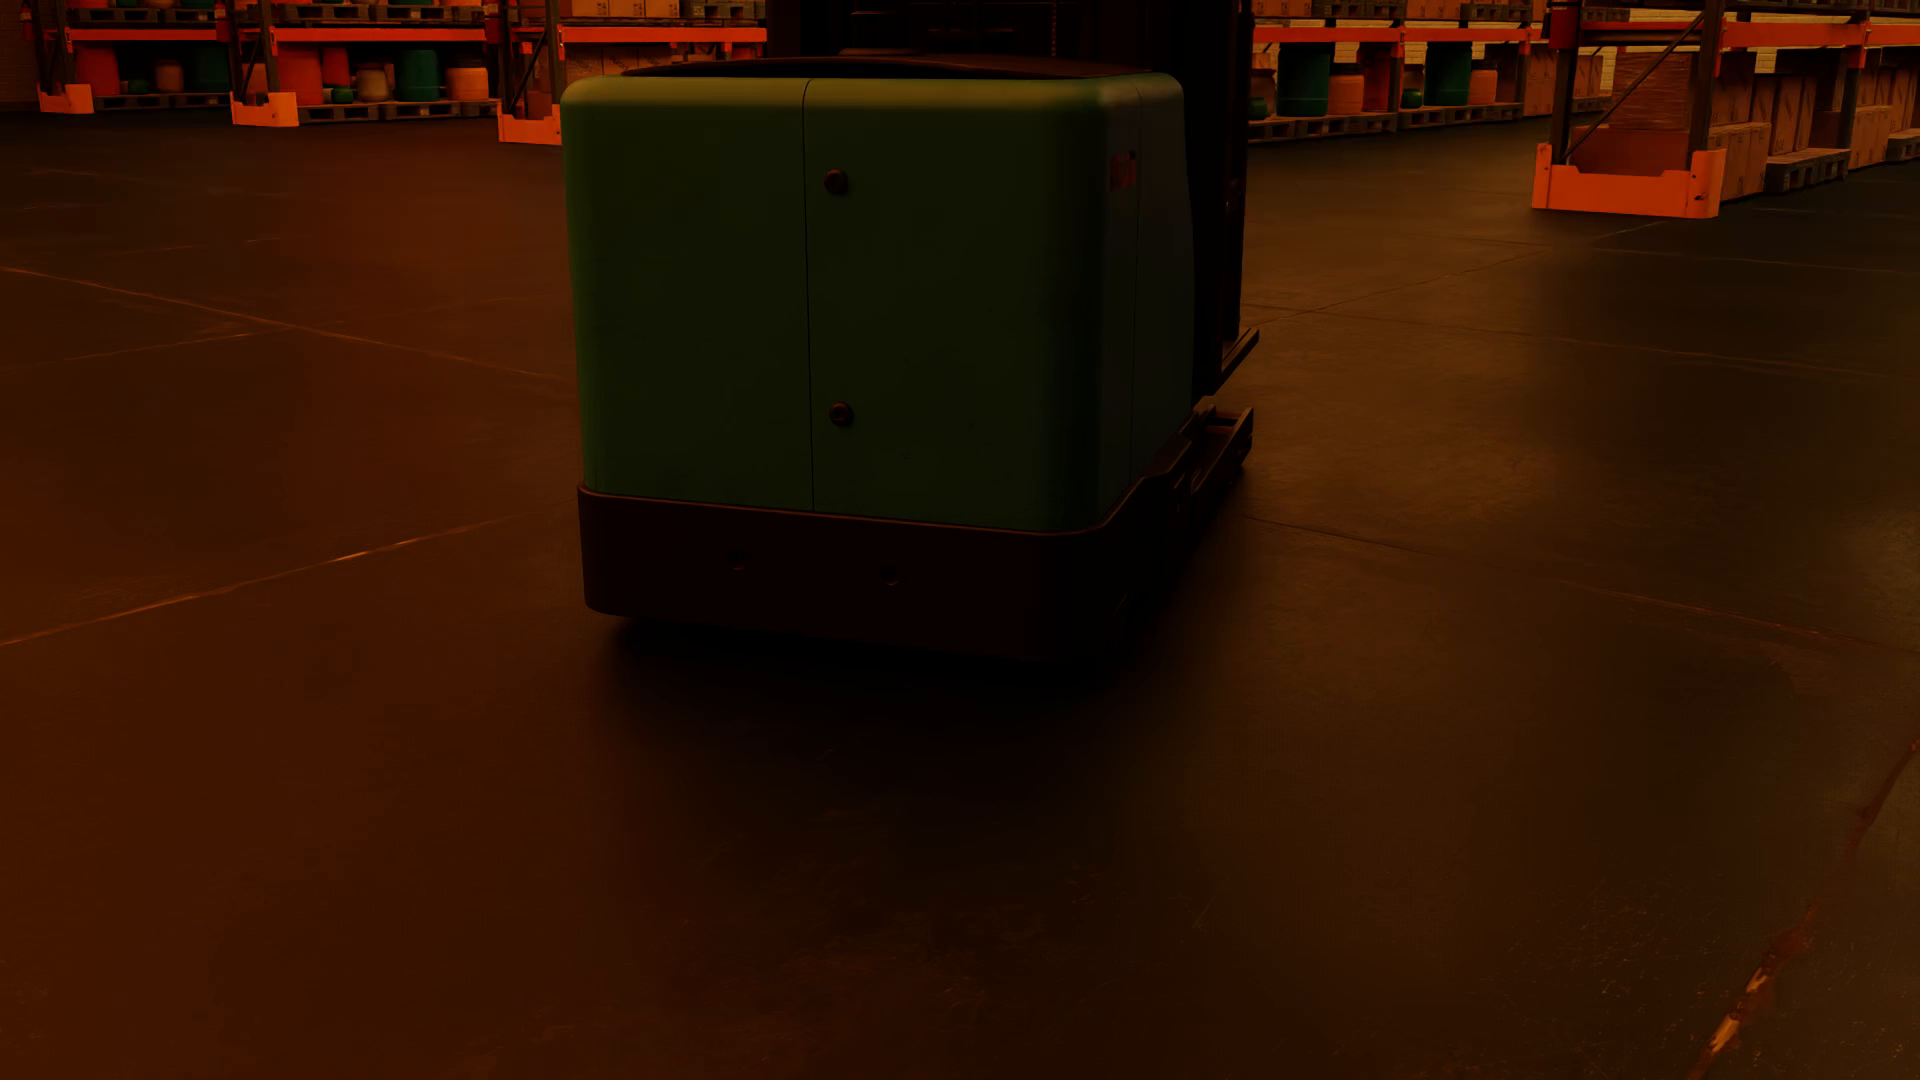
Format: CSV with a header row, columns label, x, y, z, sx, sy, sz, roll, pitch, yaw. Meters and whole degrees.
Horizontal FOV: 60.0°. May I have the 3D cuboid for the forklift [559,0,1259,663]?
label,x,y,z,sx,sy,sz,roll,pitch,yaw
forklift,0.182,-1.571,4.072,1.130,2.935,3.031,5,18,17
